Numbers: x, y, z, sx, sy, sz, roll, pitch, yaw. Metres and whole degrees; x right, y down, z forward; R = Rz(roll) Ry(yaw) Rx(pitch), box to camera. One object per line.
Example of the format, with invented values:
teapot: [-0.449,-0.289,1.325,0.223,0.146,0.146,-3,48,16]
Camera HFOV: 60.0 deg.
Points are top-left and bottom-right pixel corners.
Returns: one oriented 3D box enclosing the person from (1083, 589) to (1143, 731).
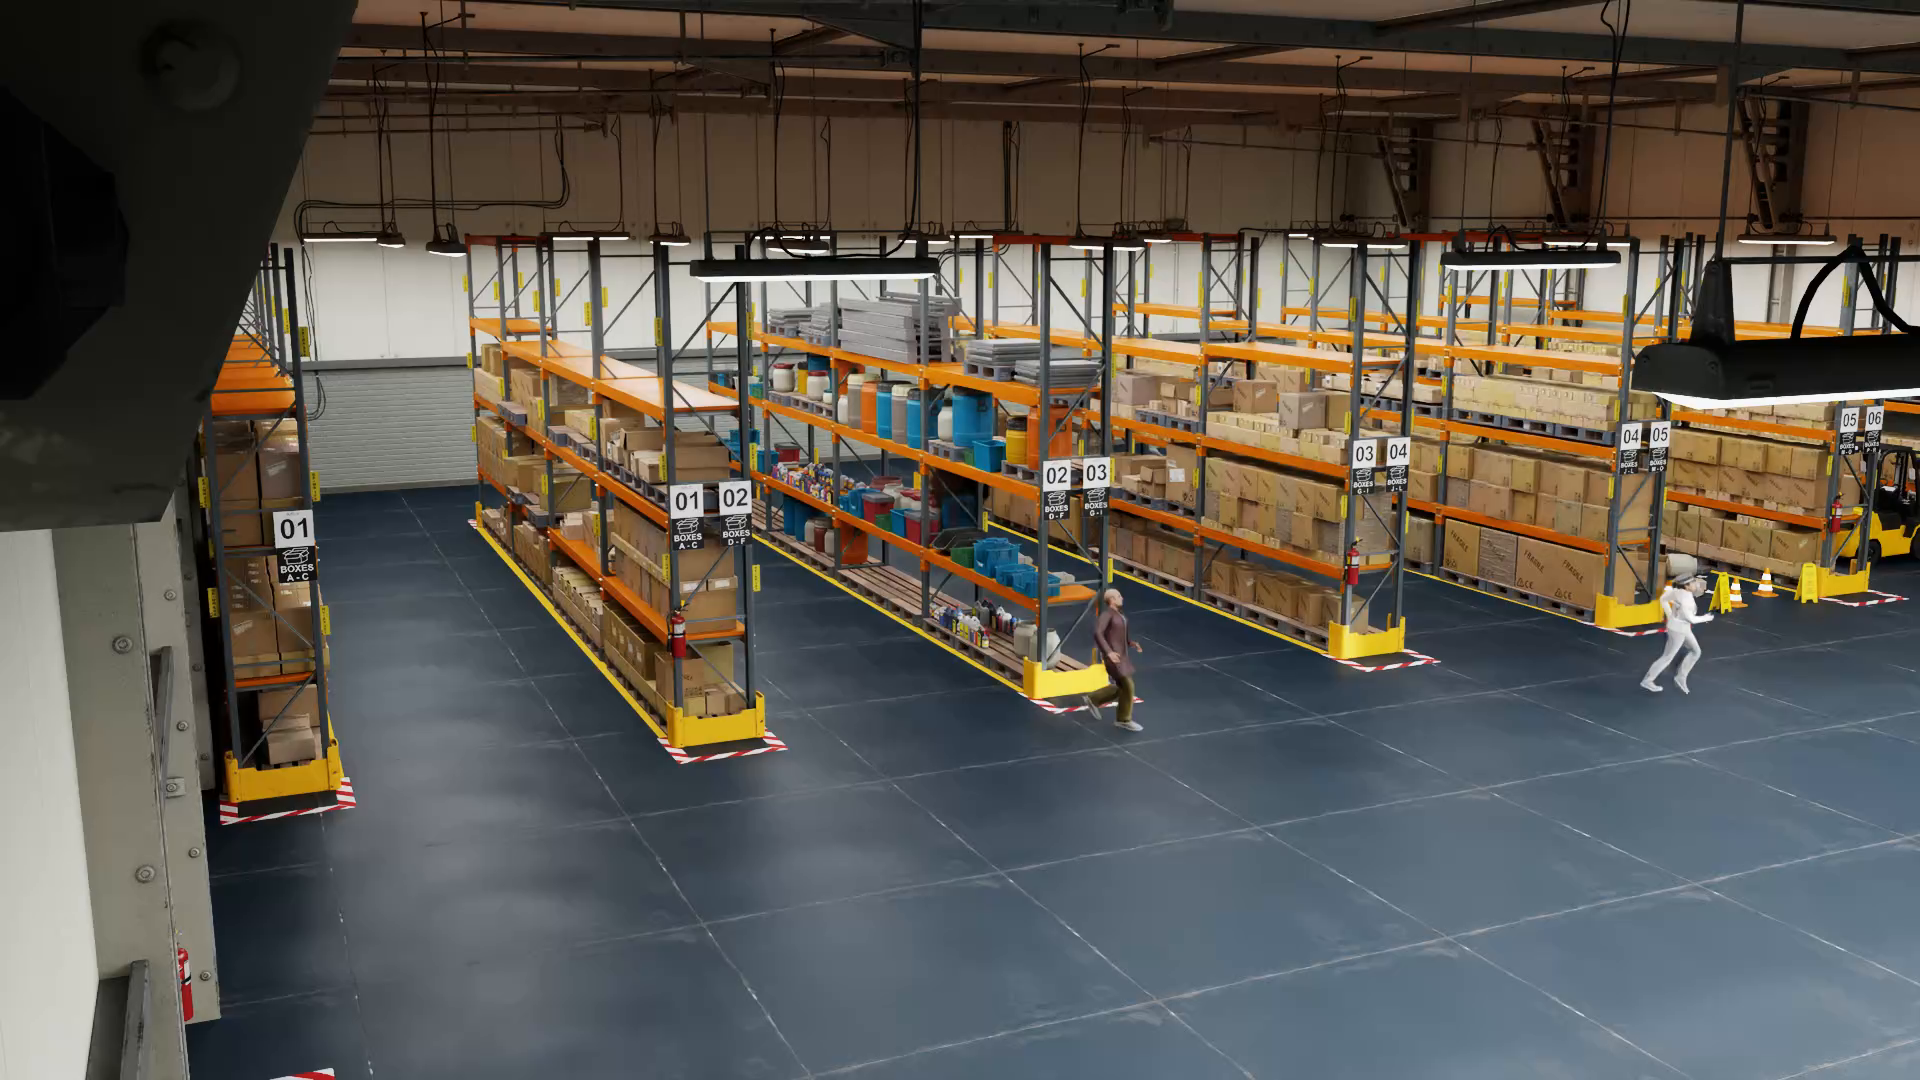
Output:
person: [1.953,1.493,20.945,0.796,1.756,0.768,3,11,17]

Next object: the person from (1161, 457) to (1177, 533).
person: [4.215,-0.836,32.975,0.642,1.717,0.647,-6,12,-28]

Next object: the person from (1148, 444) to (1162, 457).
person: [4.950,-2.683,42.361,0.645,1.760,0.640,-5,12,-23]

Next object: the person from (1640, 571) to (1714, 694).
person: [9.621,1.241,22.298,0.852,1.702,0.622,3,11,16]
